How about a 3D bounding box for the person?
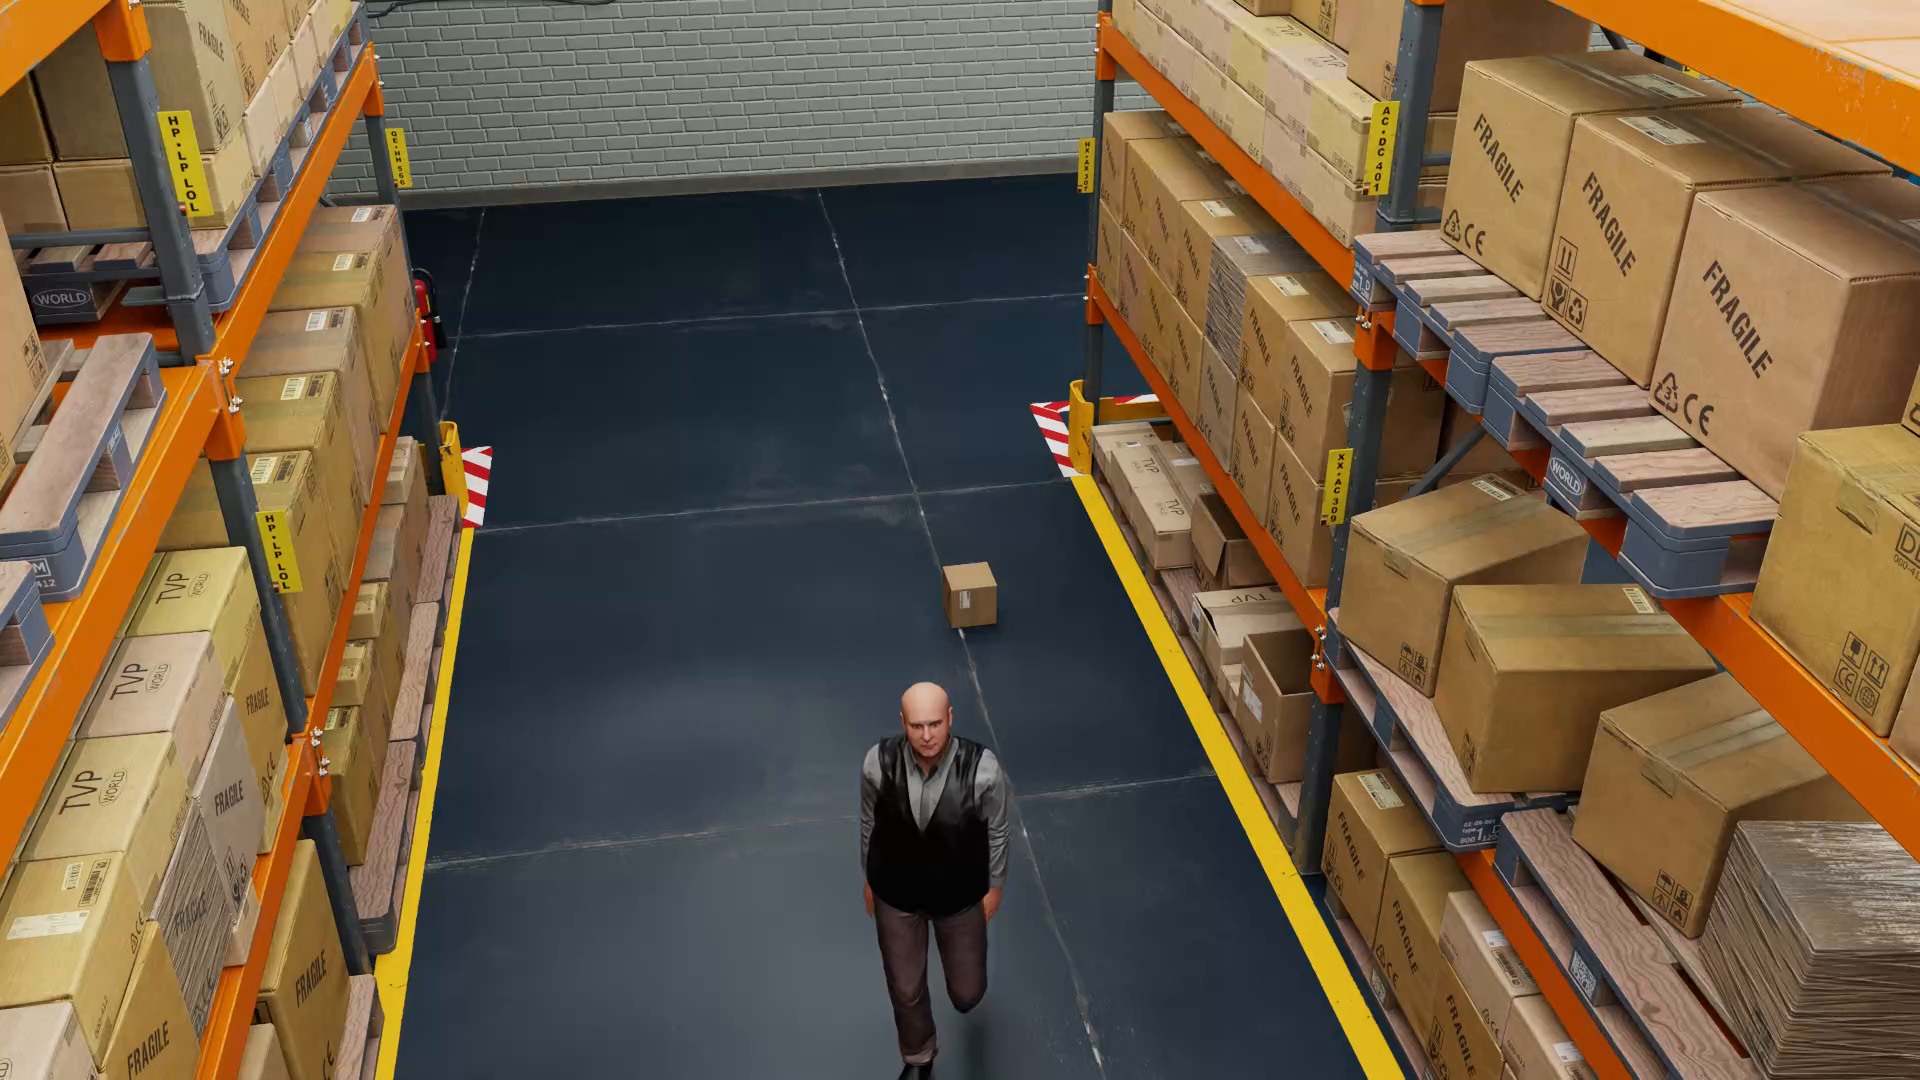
[{"bbox_3d":[-0.092,1.243,6.023,0.542,1.703,0.679,4,31,6],"label":"person"}]
